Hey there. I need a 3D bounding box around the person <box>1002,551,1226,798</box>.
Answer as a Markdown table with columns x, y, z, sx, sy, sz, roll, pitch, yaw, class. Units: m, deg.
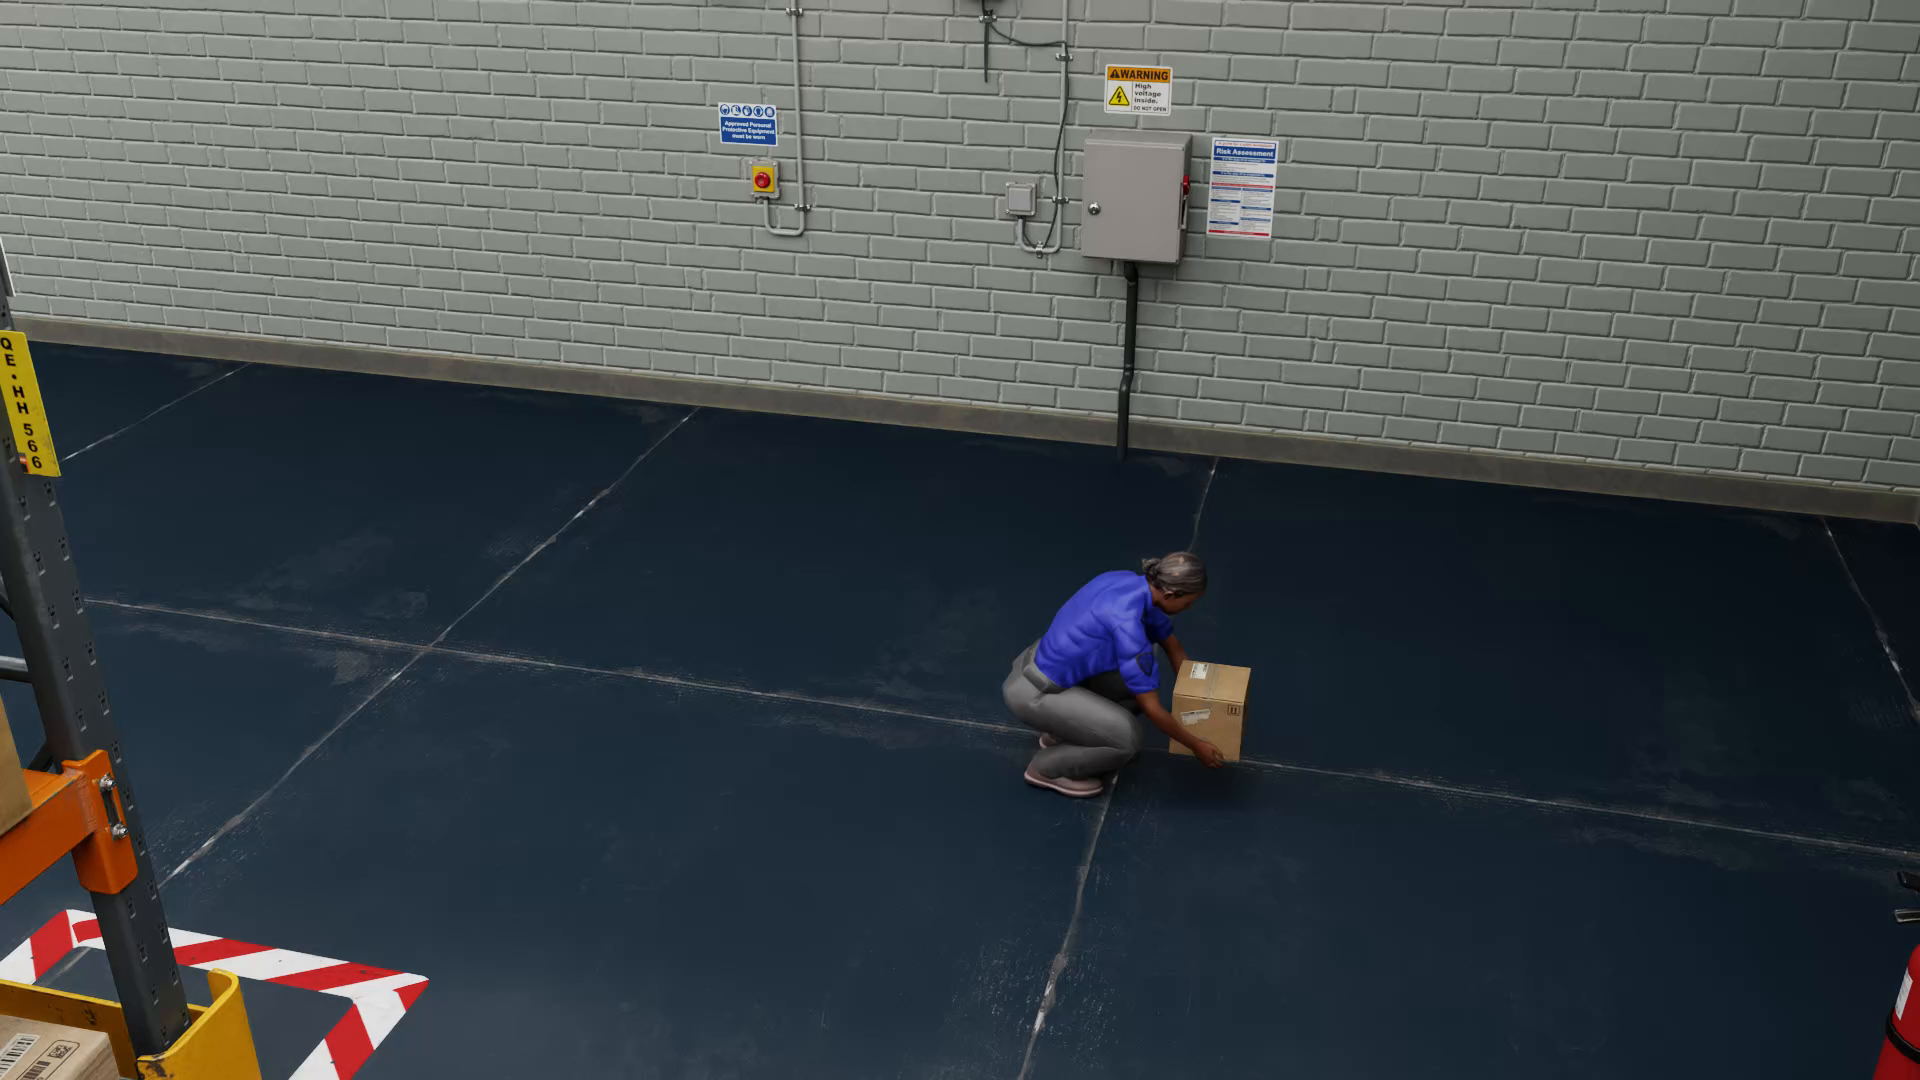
| x | y | z | sx | sy | sz | roll | pitch | yaw | class |
| --- | --- | --- | --- | --- | --- | --- | --- | --- | --- |
| 0.576 | 0.465 | 6.012 | 0.827 | 0.923 | 0.495 | 6 | 26 | 13 | person |
